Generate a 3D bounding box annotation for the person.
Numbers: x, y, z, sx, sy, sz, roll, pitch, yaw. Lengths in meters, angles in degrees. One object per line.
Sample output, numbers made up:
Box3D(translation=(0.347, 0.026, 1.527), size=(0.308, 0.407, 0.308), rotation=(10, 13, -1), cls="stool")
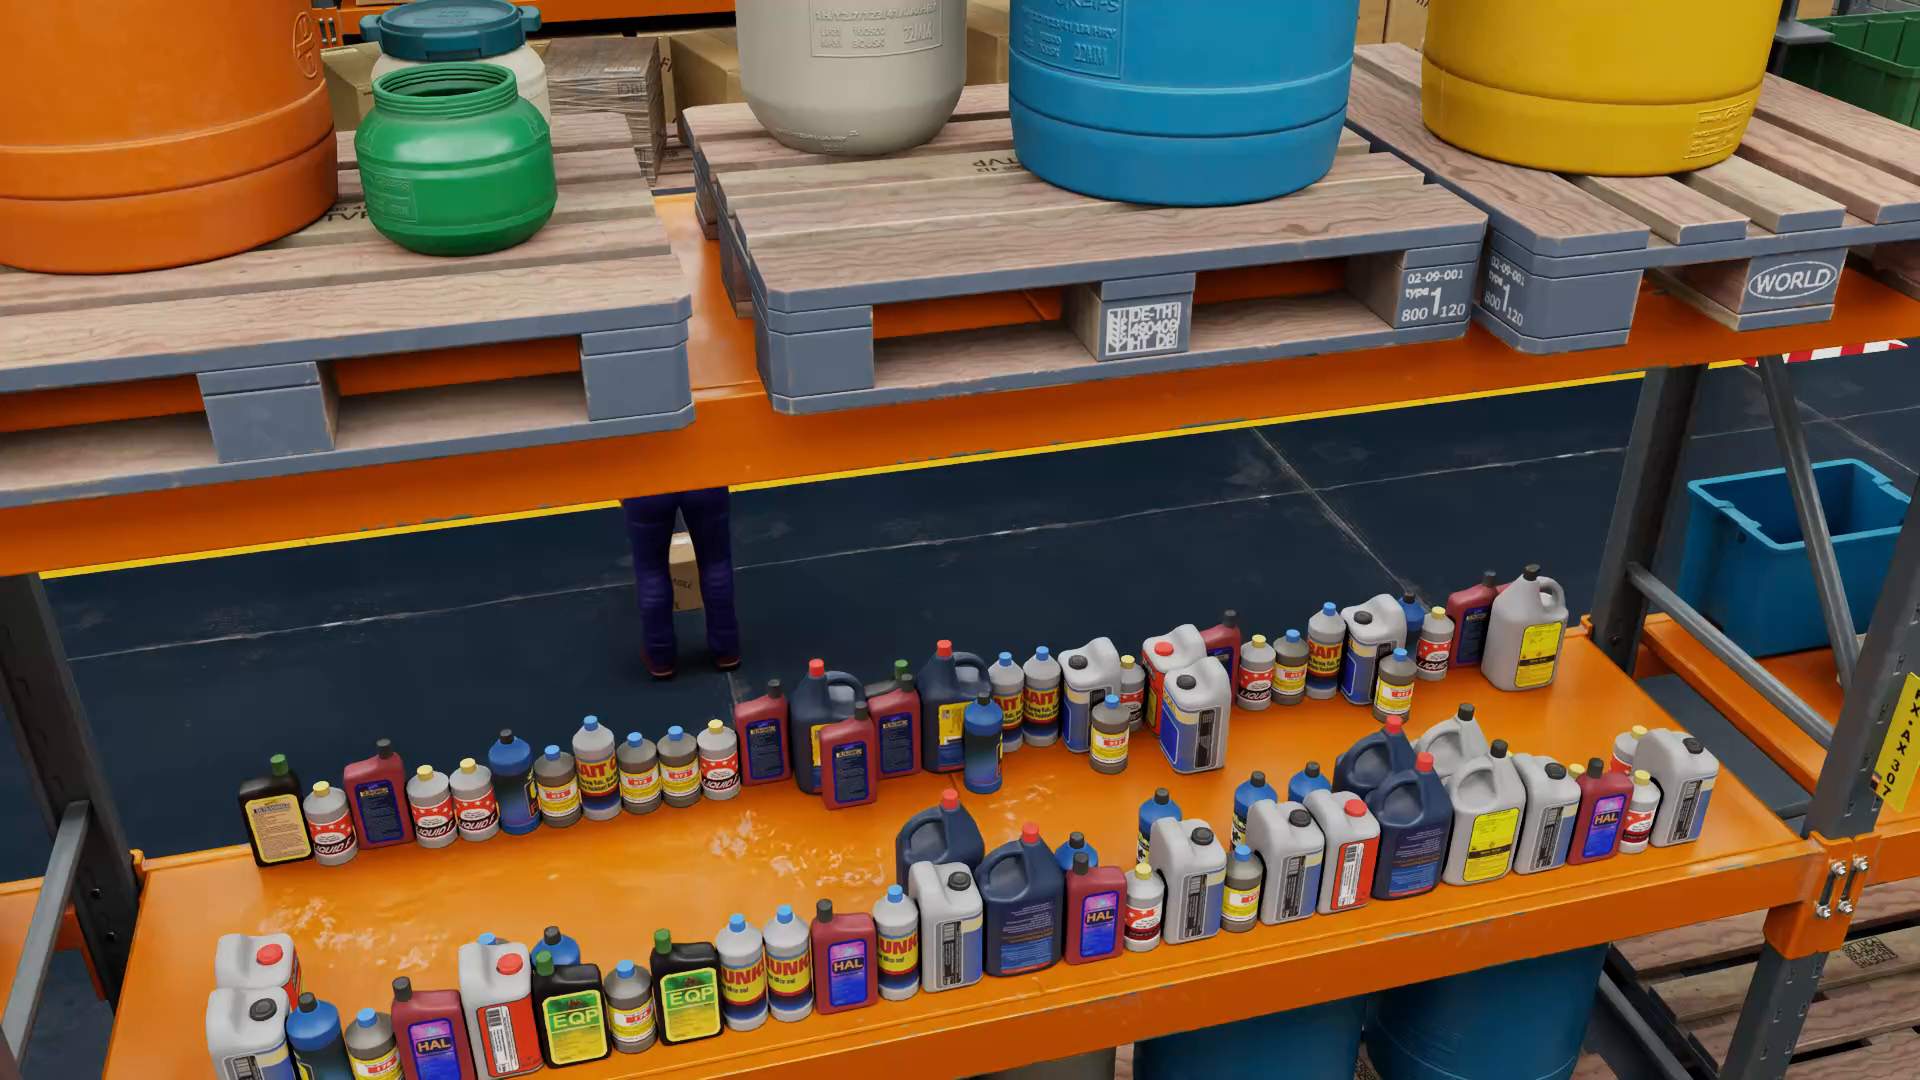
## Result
Box3D(translation=(-1.135, -0.219, 6.526), size=(0.466, 1.647, 0.345), rotation=(-7, 31, -12), cls="person")
